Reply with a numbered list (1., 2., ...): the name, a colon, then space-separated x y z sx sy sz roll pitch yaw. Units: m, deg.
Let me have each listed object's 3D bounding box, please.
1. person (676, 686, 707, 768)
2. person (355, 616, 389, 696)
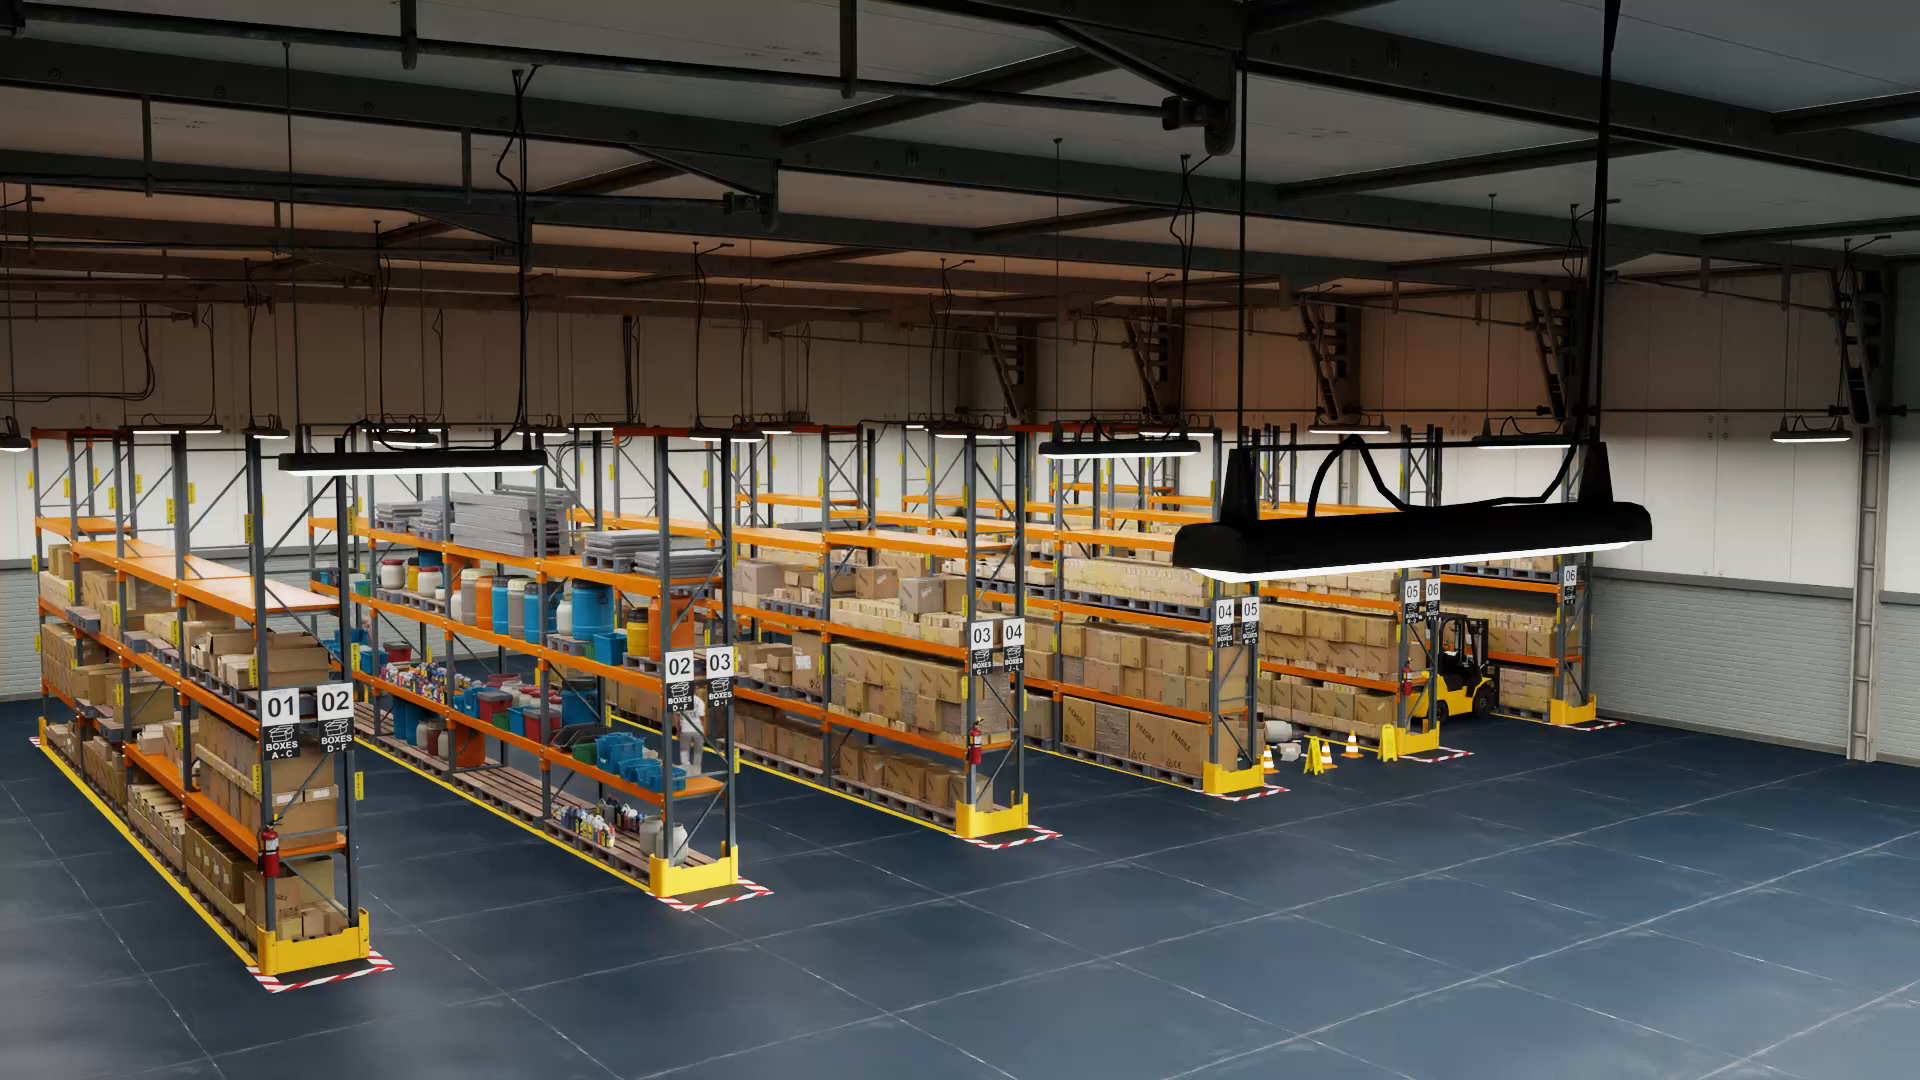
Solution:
1. person: -4.542 3.230 28.081 0.535 1.762 0.545 0 4 -1
2. person: -13.053 2.552 36.752 1.006 1.742 0.525 4 6 44
